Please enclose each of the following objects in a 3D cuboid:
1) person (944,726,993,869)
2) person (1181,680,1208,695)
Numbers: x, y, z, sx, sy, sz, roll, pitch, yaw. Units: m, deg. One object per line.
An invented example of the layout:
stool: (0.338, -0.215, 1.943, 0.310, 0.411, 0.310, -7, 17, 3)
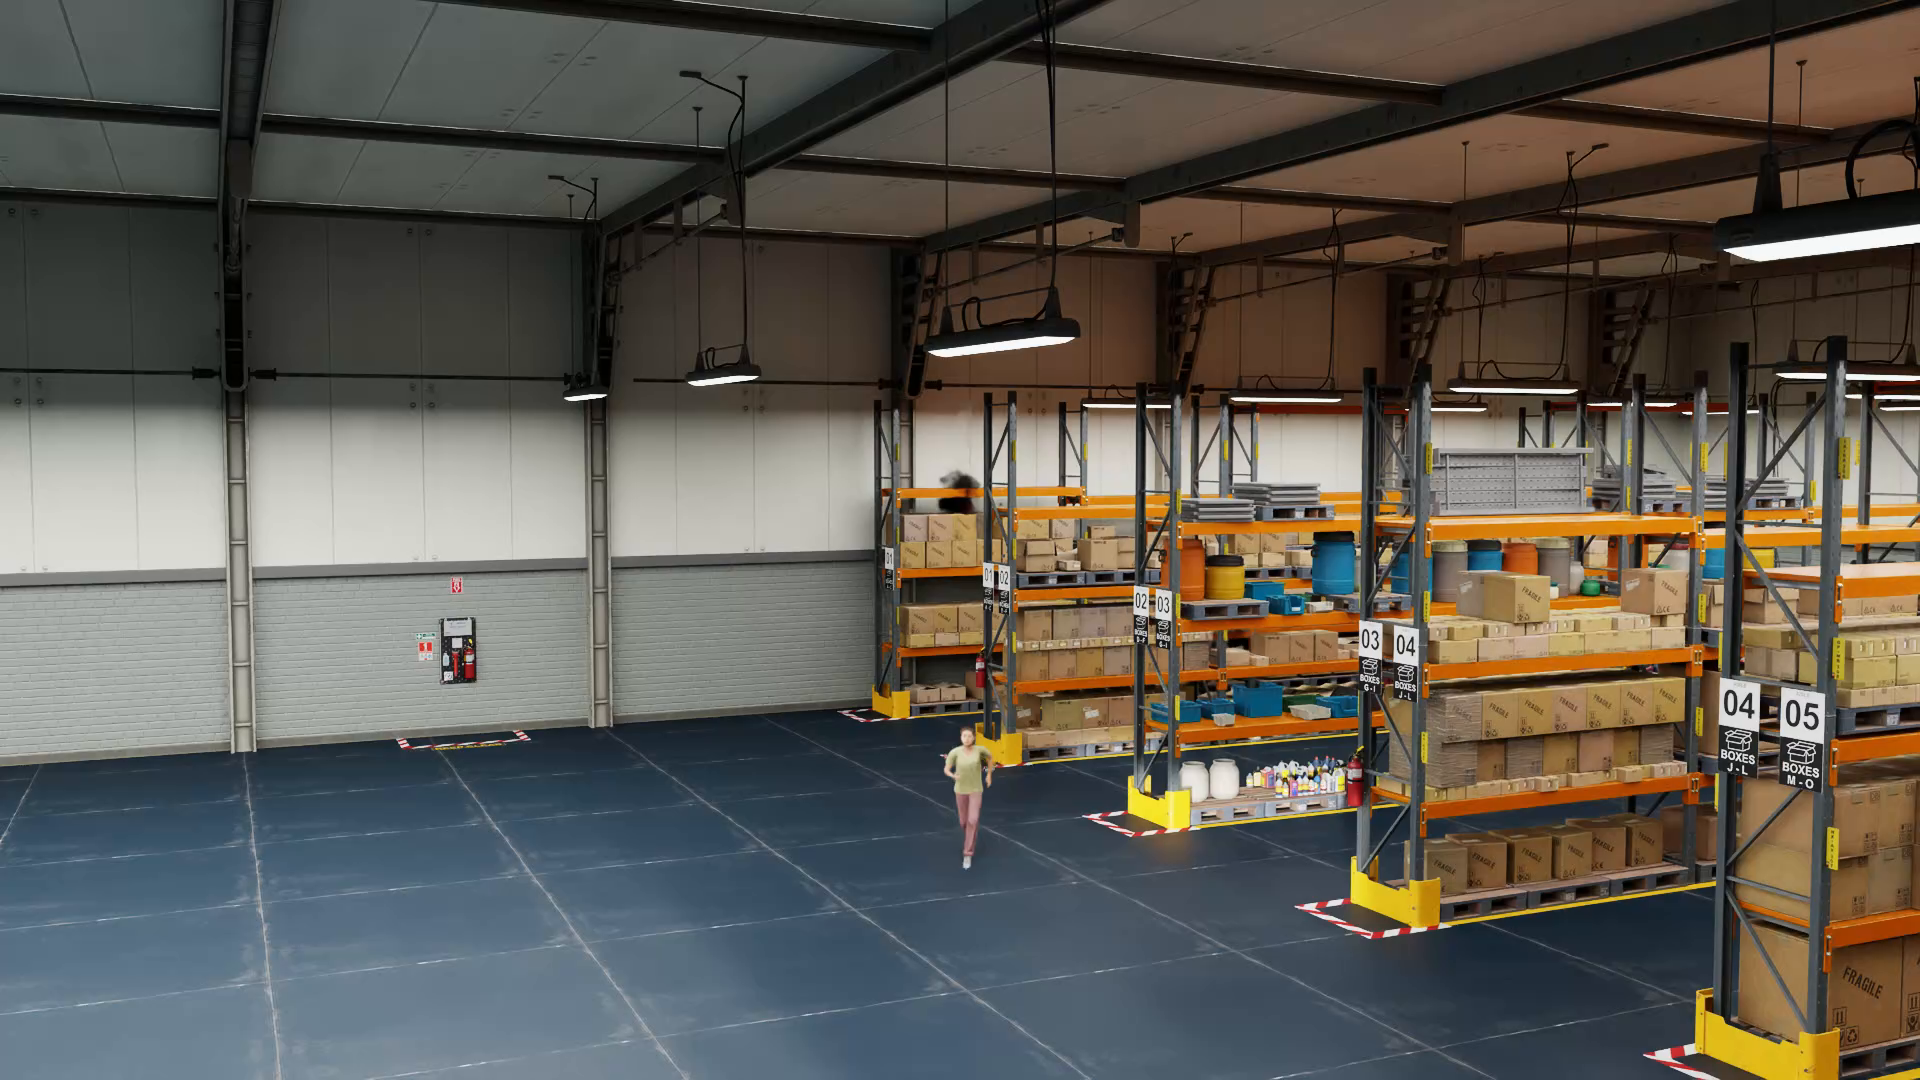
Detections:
person: (0.107, 3.147, 20.614, 0.608, 1.709, 0.922, 0, 3, 3)
person: (4.433, 2.464, 31.172, 0.801, 1.841, 0.682, -2, 4, -28)
